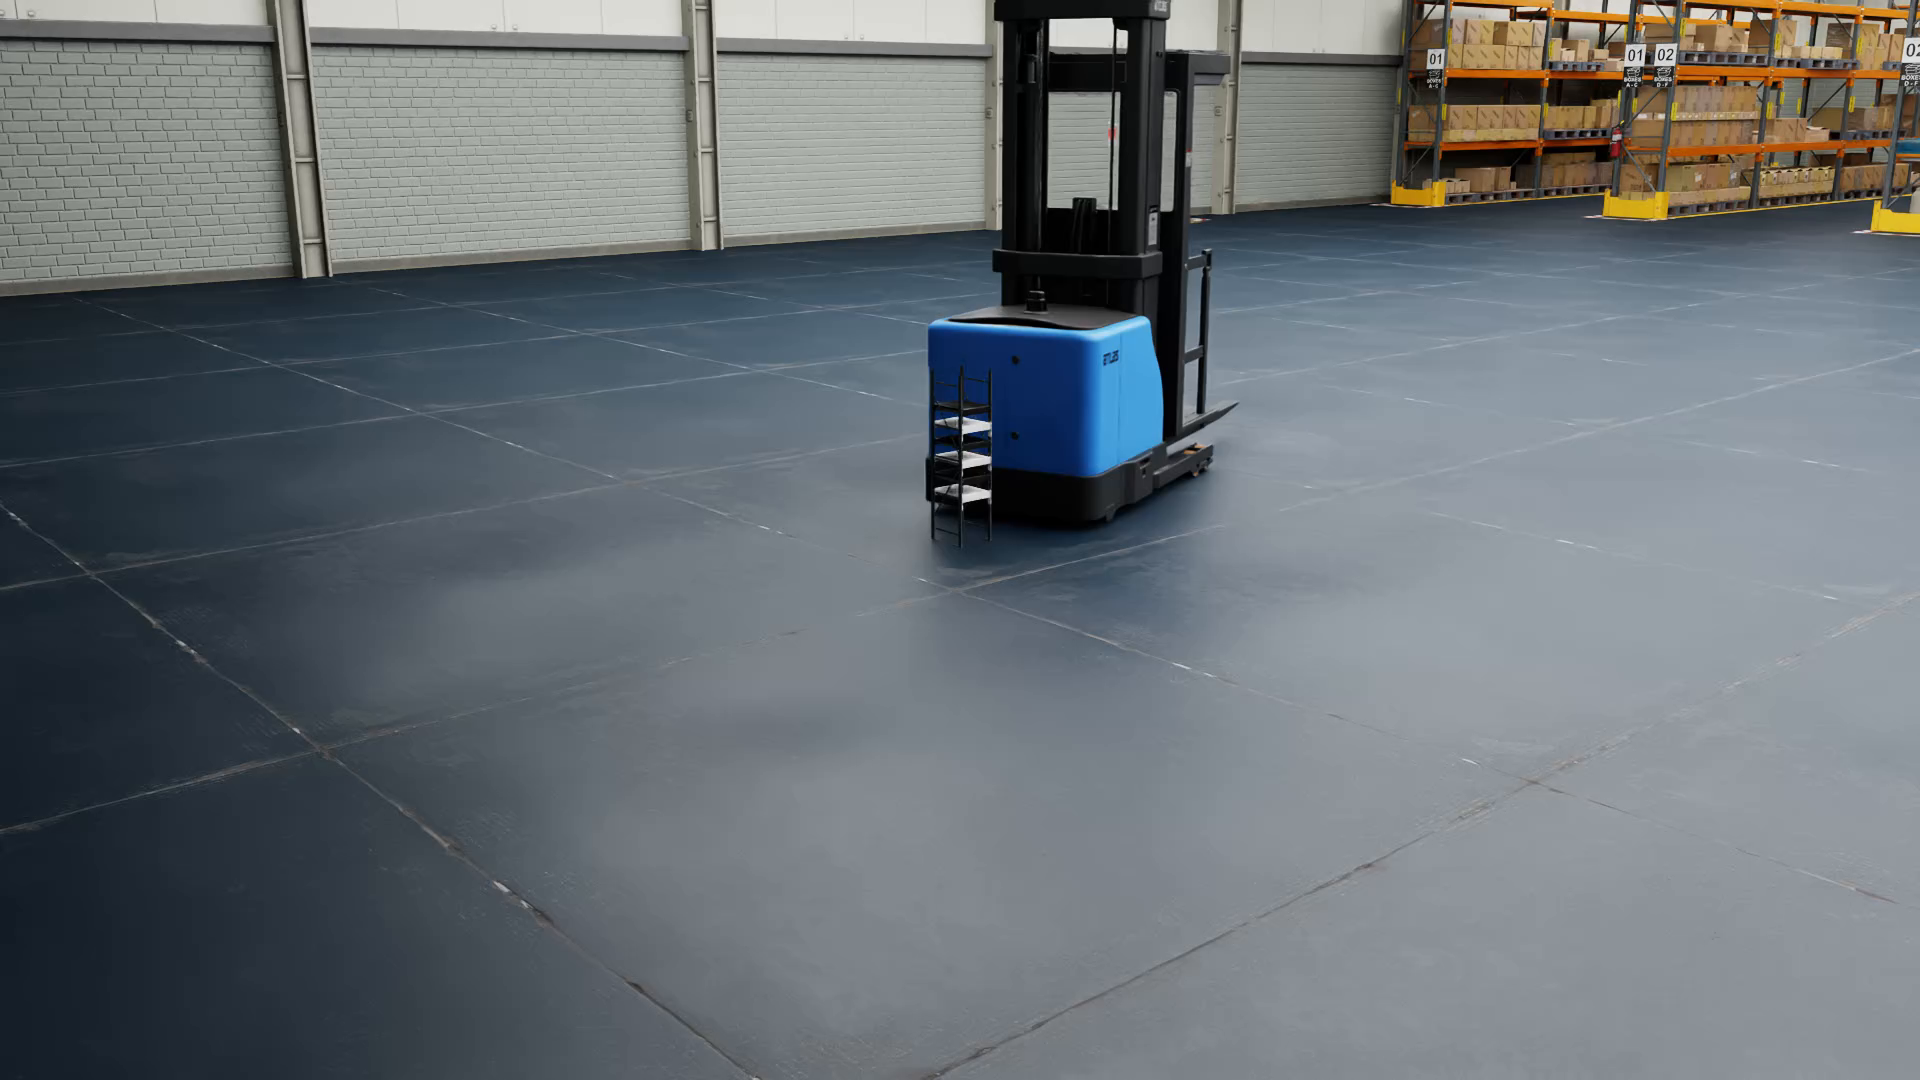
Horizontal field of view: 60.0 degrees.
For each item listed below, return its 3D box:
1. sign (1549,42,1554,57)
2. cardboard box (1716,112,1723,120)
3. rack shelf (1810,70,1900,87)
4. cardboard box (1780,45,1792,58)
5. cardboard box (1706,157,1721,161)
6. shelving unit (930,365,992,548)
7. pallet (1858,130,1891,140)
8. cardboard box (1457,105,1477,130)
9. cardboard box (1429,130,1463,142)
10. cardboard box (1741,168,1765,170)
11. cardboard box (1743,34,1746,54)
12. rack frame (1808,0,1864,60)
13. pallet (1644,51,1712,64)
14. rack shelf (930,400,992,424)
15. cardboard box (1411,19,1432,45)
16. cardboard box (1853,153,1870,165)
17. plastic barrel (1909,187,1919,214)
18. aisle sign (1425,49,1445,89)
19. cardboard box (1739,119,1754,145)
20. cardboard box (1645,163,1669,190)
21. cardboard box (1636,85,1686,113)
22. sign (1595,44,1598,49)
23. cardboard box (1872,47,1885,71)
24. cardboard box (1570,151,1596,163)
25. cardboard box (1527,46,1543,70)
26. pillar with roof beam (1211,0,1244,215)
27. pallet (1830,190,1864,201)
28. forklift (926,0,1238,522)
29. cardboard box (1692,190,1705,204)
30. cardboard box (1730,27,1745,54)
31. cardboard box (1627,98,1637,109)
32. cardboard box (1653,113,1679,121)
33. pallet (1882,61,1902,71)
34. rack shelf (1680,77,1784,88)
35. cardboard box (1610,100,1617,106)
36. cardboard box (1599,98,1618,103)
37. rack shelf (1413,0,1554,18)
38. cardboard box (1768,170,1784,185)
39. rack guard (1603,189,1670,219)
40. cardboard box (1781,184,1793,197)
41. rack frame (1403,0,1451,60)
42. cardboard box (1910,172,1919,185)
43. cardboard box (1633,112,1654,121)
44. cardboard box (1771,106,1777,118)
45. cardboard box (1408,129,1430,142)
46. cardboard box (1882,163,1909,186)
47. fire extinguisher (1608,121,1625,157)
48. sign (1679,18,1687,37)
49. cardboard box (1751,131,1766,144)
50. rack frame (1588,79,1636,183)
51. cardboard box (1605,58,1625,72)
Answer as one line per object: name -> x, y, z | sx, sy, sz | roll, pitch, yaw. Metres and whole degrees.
sign -> 13.149, -10.918, 36.996 | 0.005, 0.325, 0.100 | -13, 19, -39
cardboard box -> 14.819, -8.373, 32.832 | 0.250, 0.149, 0.380 | -12, 19, -38
rack shelf -> 20.567, -10.477, 37.743 | 4.000, 0.370, 1.077 | -13, 19, -39
cardboard box -> 16.925, -10.135, 34.544 | 0.500, 0.250, 0.500 | 14, 20, 42
cardboard box -> 19.453, -9.780, 43.582 | 0.500, 0.500, 0.700 | -12, 19, -39
shelving unit -> 0.006, -0.436, 8.639 | 0.210, 0.900, 0.258 | -13, 20, -39
pallet -> 20.523, -9.274, 38.030 | 1.213, 0.211, 1.003 | -13, 19, -39
cardboard box -> 10.706, -9.049, 35.613 | 0.500, 0.500, 0.500 | -13, 19, -39
cardboard box -> 10.346, -8.603, 35.398 | 0.500, 0.250, 0.500 | -13, 20, -41
cardboard box -> 16.925, -7.802, 35.575 | 0.500, 0.311, 0.500 | -13, 20, -40
cardboard box -> 19.927, -12.823, 42.960 | 0.500, 0.500, 0.500 | -13, 20, -40
rack frame -> 19.059, -11.935, 35.995 | 0.127, 3.000, 1.000 | -13, 19, -39
pallet -> 13.574, -9.203, 31.749 | 1.213, 0.211, 1.003 | -13, 19, -39
rack shelf -> 0.006, -0.665, 8.578 | 0.200, 0.077, 0.258 | -13, 20, -39
cardboard box -> 9.923, -10.759, 35.236 | 0.500, 0.500, 0.500 | -12, 19, -37
cardboard box -> 20.797, -8.878, 38.711 | 0.500, 0.250, 0.500 | -13, 19, -39
plastic barrel -> 16.719, -5.844, 28.823 | 0.421, 0.512, 0.421 | 0, 15, 0
aisle sign -> 9.912, -9.831, 34.703 | 0.004, 0.787, 0.394 | -13, 19, -39
cardboard box -> 15.711, -8.331, 33.933 | 0.500, 0.500, 0.700 | -13, 20, -41
cardboard box -> 13.978, -7.239, 33.101 | 0.500, 0.500, 0.500 | -13, 19, -39
cardboard box -> 13.424, -8.442, 31.835 | 0.500, 0.500, 0.700 | -13, 19, -39
sign -> 15.446, -11.847, 40.322 | 0.005, 0.325, 0.100 | -13, 19, -39
cardboard box -> 20.143, -10.789, 37.323 | 0.500, 0.500, 0.910 | -13, 19, -39
cardboard box -> 14.824, -9.151, 39.735 | 0.500, 0.250, 0.500 | -12, 19, -38
cardboard box -> 12.566, -10.696, 36.935 | 0.500, 0.500, 0.500 | -12, 19, -38
pillar with roof beam -> 8.029, -9.976, 28.661 | 0.400, 9.000, 9.100 | -13, 19, -39
pallet -> 19.647, -7.809, 37.575 | 1.213, 0.211, 1.003 | -13, 19, -39
forklift -> 0.930, -1.848, 9.988 | 1.130, 2.935, 3.031 | 8, 17, 26
cardboard box -> 14.327, -6.774, 32.810 | 0.500, 0.250, 0.500 | -13, 19, -39
cardboard box -> 15.488, -10.093, 33.632 | 0.500, 0.500, 0.500 | -11, 18, -35
cardboard box -> 16.338, -10.596, 40.344 | 0.500, 0.250, 0.500 | -12, 19, -38
cardboard box -> 13.461, -8.068, 31.690 | 0.250, 0.149, 0.380 | -13, 20, -40
pallet -> 20.758, -10.800, 37.920 | 1.003, 0.211, 1.213 | -13, 19, -39
rack shelf -> 20.330, -12.119, 43.888 | 4.000, 0.370, 1.077 | -13, 19, -39
cardboard box -> 15.564, -10.510, 39.983 | 0.380, 0.149, 0.250 | 13, 20, 40
cardboard box -> 15.976, -10.692, 40.703 | 0.500, 0.250, 0.500 | -12, 19, -38
rack shelf -> 11.278, -11.533, 35.891 | 4.000, 0.370, 1.077 | -13, 19, -39
cardboard box -> 16.898, -7.610, 34.854 | 0.500, 0.311, 0.500 | -13, 20, -40
rack guard -> 13.006, -6.470, 32.002 | 0.348, 0.500, 1.175 | -13, 19, -39
cardboard box -> 17.284, -7.428, 35.262 | 0.500, 0.250, 0.500 | -13, 20, -41
rack frame -> 9.769, -11.544, 34.529 | 0.127, 3.000, 1.000 | -13, 19, -39
cardboard box -> 22.535, -8.657, 39.704 | 0.500, 0.311, 0.500 | -13, 19, -39
cardboard box -> 13.187, -8.145, 31.980 | 0.250, 0.149, 0.380 | -13, 20, -40
cardboard box -> 21.461, -11.412, 45.081 | 0.700, 0.700, 0.980 | -12, 19, -37
cardboard box -> 9.994, -8.699, 35.758 | 0.500, 0.250, 0.500 | -12, 19, -39
cardboard box -> 21.892, -8.580, 39.050 | 0.500, 0.500, 0.500 | -13, 20, -40
fire extinguisher -> 12.630, -7.715, 31.969 | 0.183, 0.674, 0.296 | -13, 19, -39
sign -> 13.384, -9.482, 30.777 | 0.005, 0.325, 0.100 | -13, 19, -39
cardboard box -> 16.384, -8.379, 34.595 | 0.500, 0.250, 0.500 | -11, 19, -36
rack frame -> 15.804, -10.001, 40.377 | 0.127, 3.000, 1.000 | -13, 19, -39
cardboard box -> 15.438, -11.242, 39.345 | 0.500, 0.311, 0.500 | -13, 19, -39
